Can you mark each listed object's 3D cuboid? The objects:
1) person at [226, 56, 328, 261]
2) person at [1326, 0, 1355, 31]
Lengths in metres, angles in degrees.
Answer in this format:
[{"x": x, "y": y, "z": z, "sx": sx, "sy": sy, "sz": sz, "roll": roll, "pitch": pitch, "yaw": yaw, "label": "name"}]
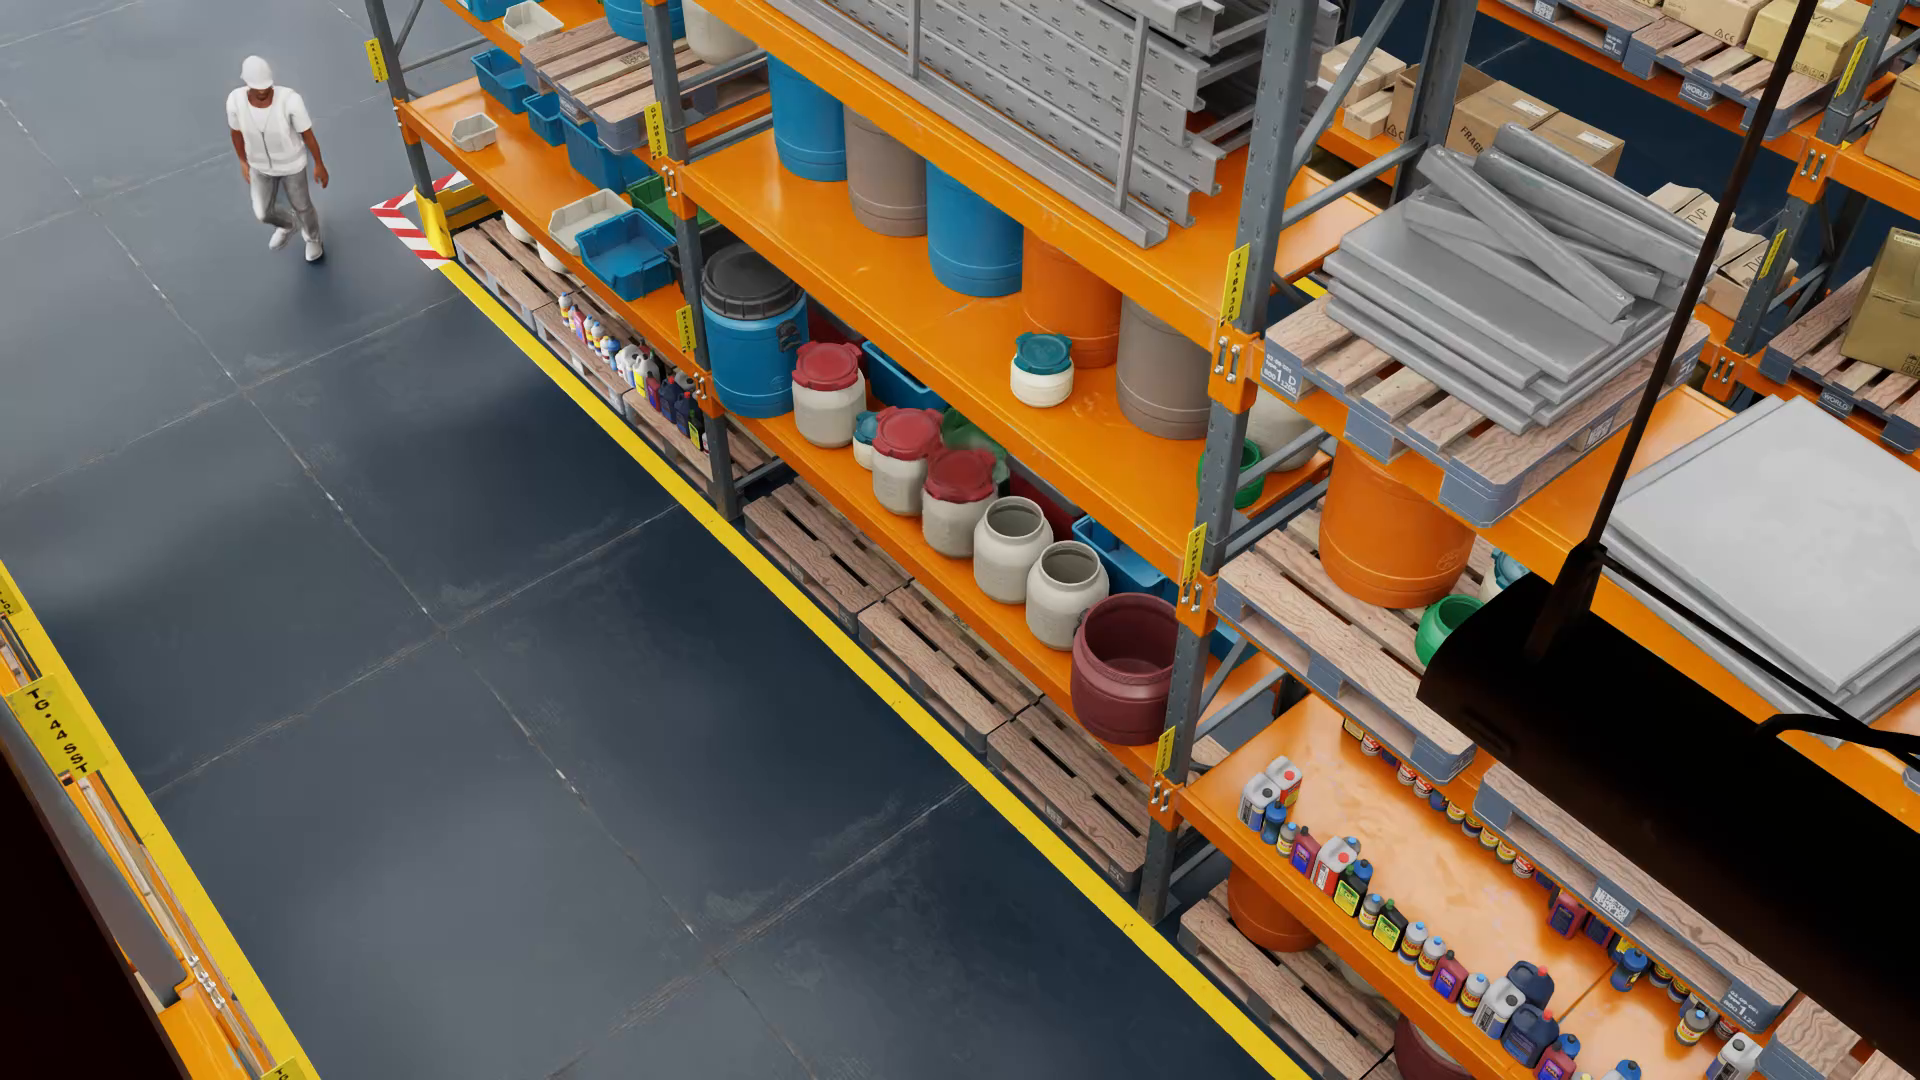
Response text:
[{"x": -5.097, "y": -2.838, "z": 12.452, "sx": 0.676, "sy": 1.750, "sz": 0.466, "roll": 0, "pitch": 46, "yaw": 0, "label": "person"}, {"x": 3.187, "y": -4.739, "z": 14.338, "sx": 0.510, "sy": 1.642, "sz": 0.405, "roll": -34, "pitch": 55, "yaw": -28, "label": "person"}]
